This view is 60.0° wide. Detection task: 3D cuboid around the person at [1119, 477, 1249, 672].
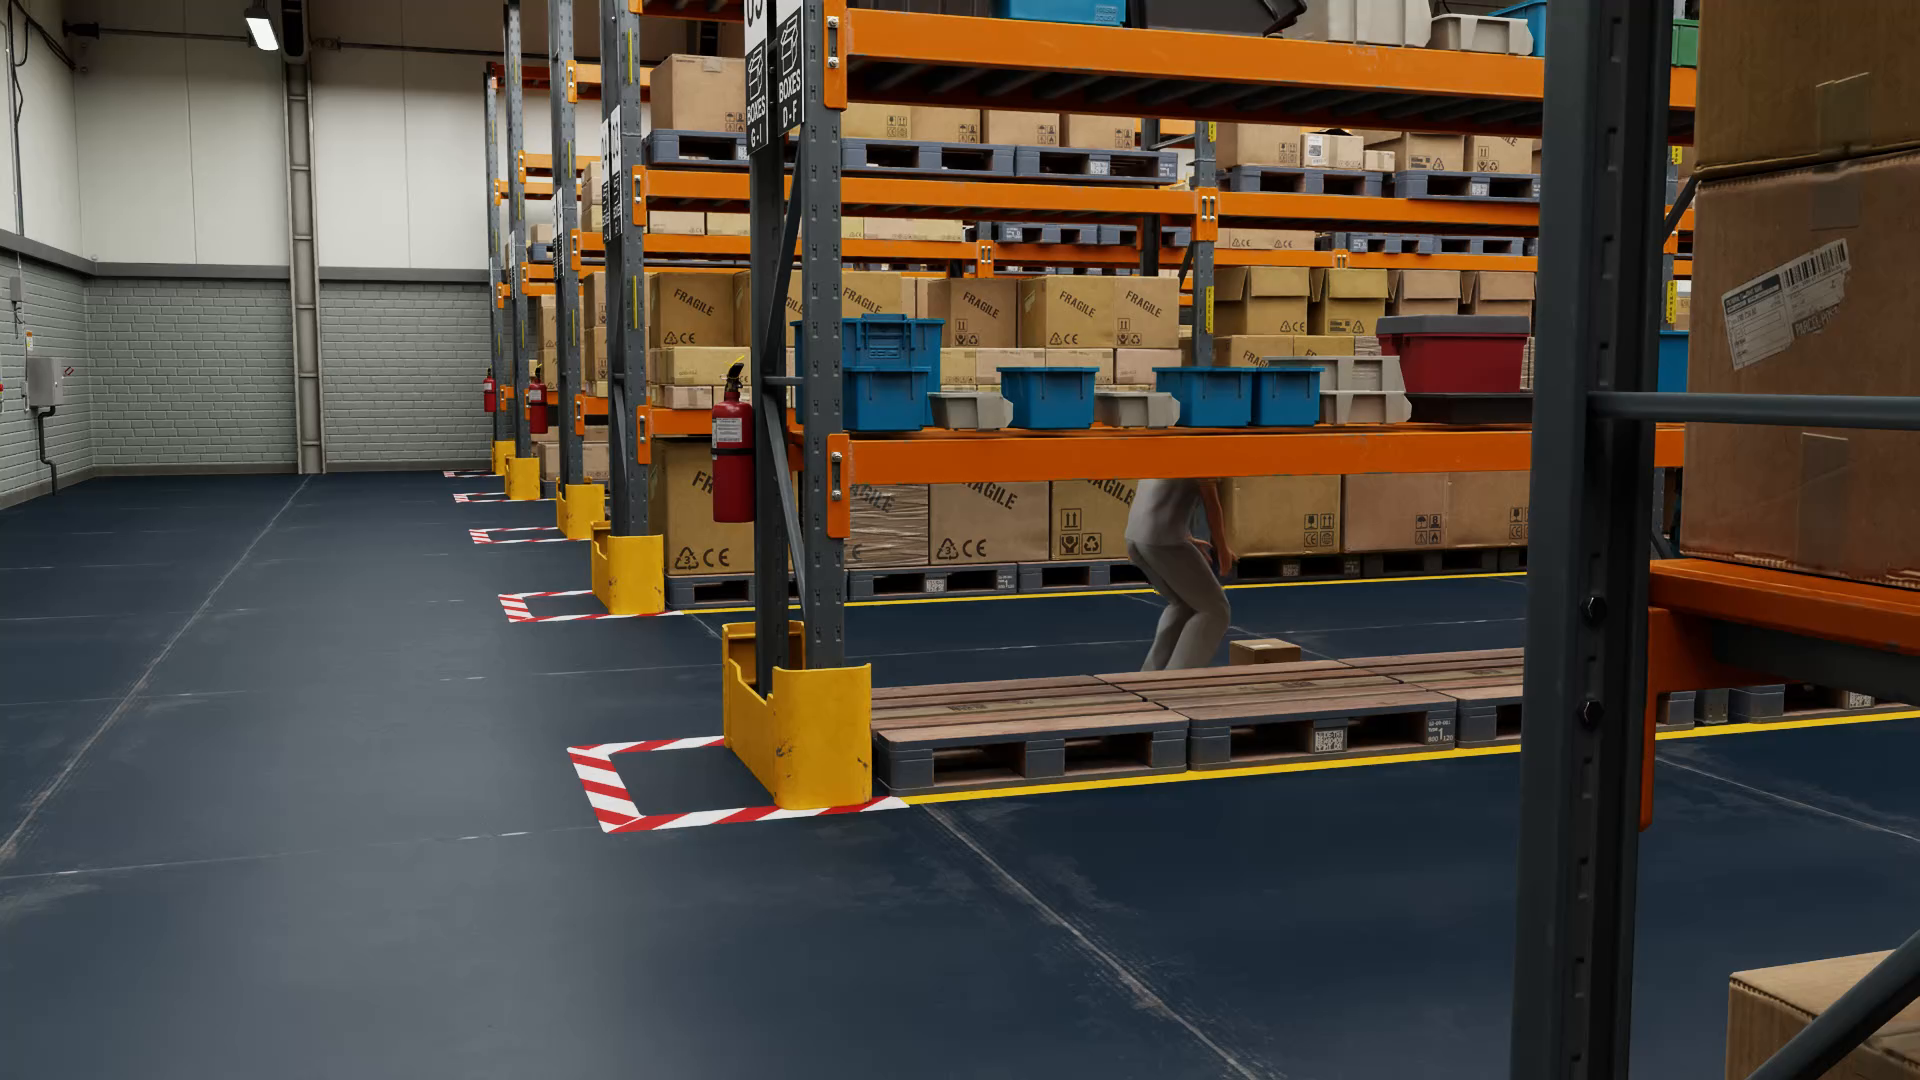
[{"bbox_3d":[1.051,0.069,7.787,0.635,1.390,0.491,-2,6,-18],"label":"person"}]
